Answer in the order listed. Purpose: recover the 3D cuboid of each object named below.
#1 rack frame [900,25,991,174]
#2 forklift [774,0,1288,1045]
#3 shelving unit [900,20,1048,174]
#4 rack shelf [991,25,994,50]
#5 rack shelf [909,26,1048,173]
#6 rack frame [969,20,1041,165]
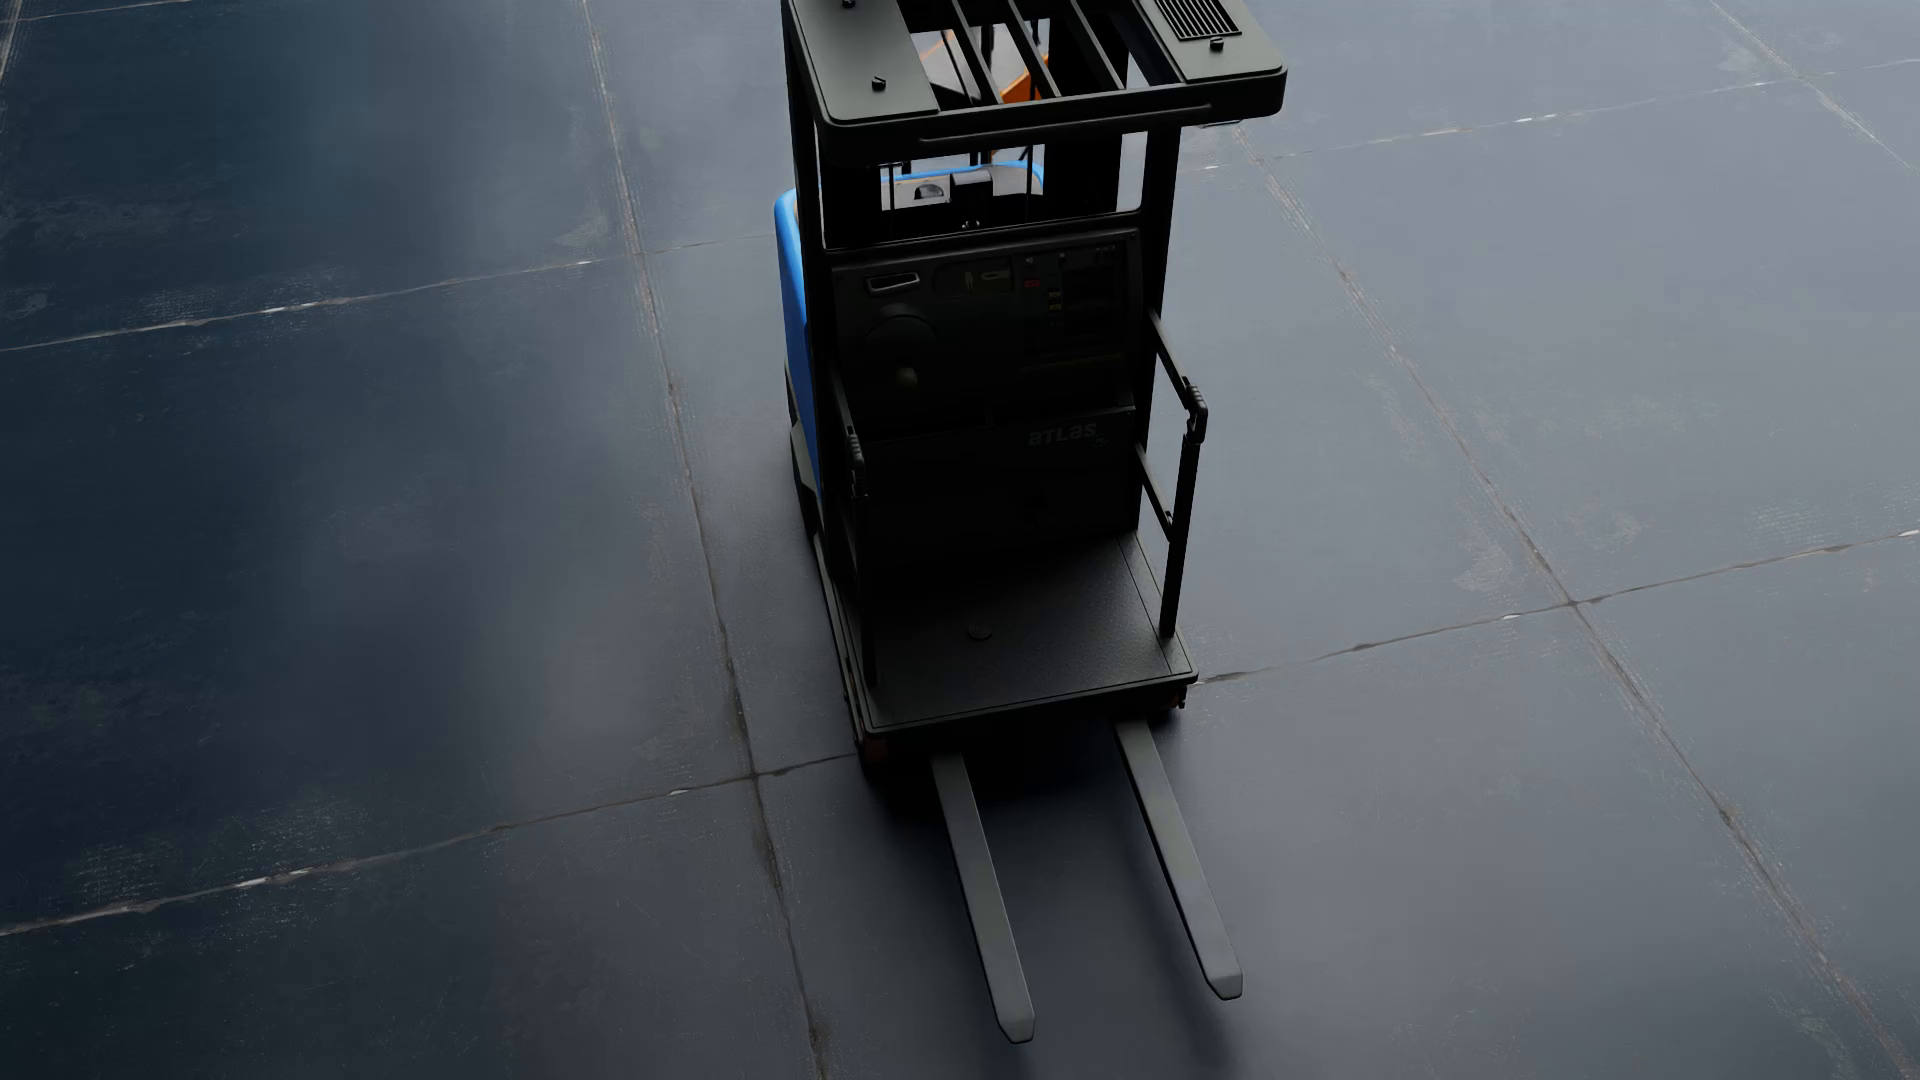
[{"bbox_3d":[-0.061,-1.510,6.260,0.400,2.100,0.015,25,51,23],"label":"rack frame"},{"bbox_3d":[0.137,-0.589,4.775,1.130,2.935,3.031,-9,46,-9],"label":"forklift"},{"bbox_3d":[0.073,-1.656,6.402,0.431,2.100,0.503,25,51,23],"label":"shelving unit"},{"bbox_3d":[0.073,-2.136,5.912,0.431,0.518,0.480,25,51,23],"label":"rack shelf"},{"bbox_3d":[0.073,-1.646,6.412,0.431,0.518,0.480,25,51,23],"label":"rack shelf"},{"bbox_3d":[0.207,-1.801,6.545,0.400,2.100,0.015,25,51,23],"label":"rack frame"}]
